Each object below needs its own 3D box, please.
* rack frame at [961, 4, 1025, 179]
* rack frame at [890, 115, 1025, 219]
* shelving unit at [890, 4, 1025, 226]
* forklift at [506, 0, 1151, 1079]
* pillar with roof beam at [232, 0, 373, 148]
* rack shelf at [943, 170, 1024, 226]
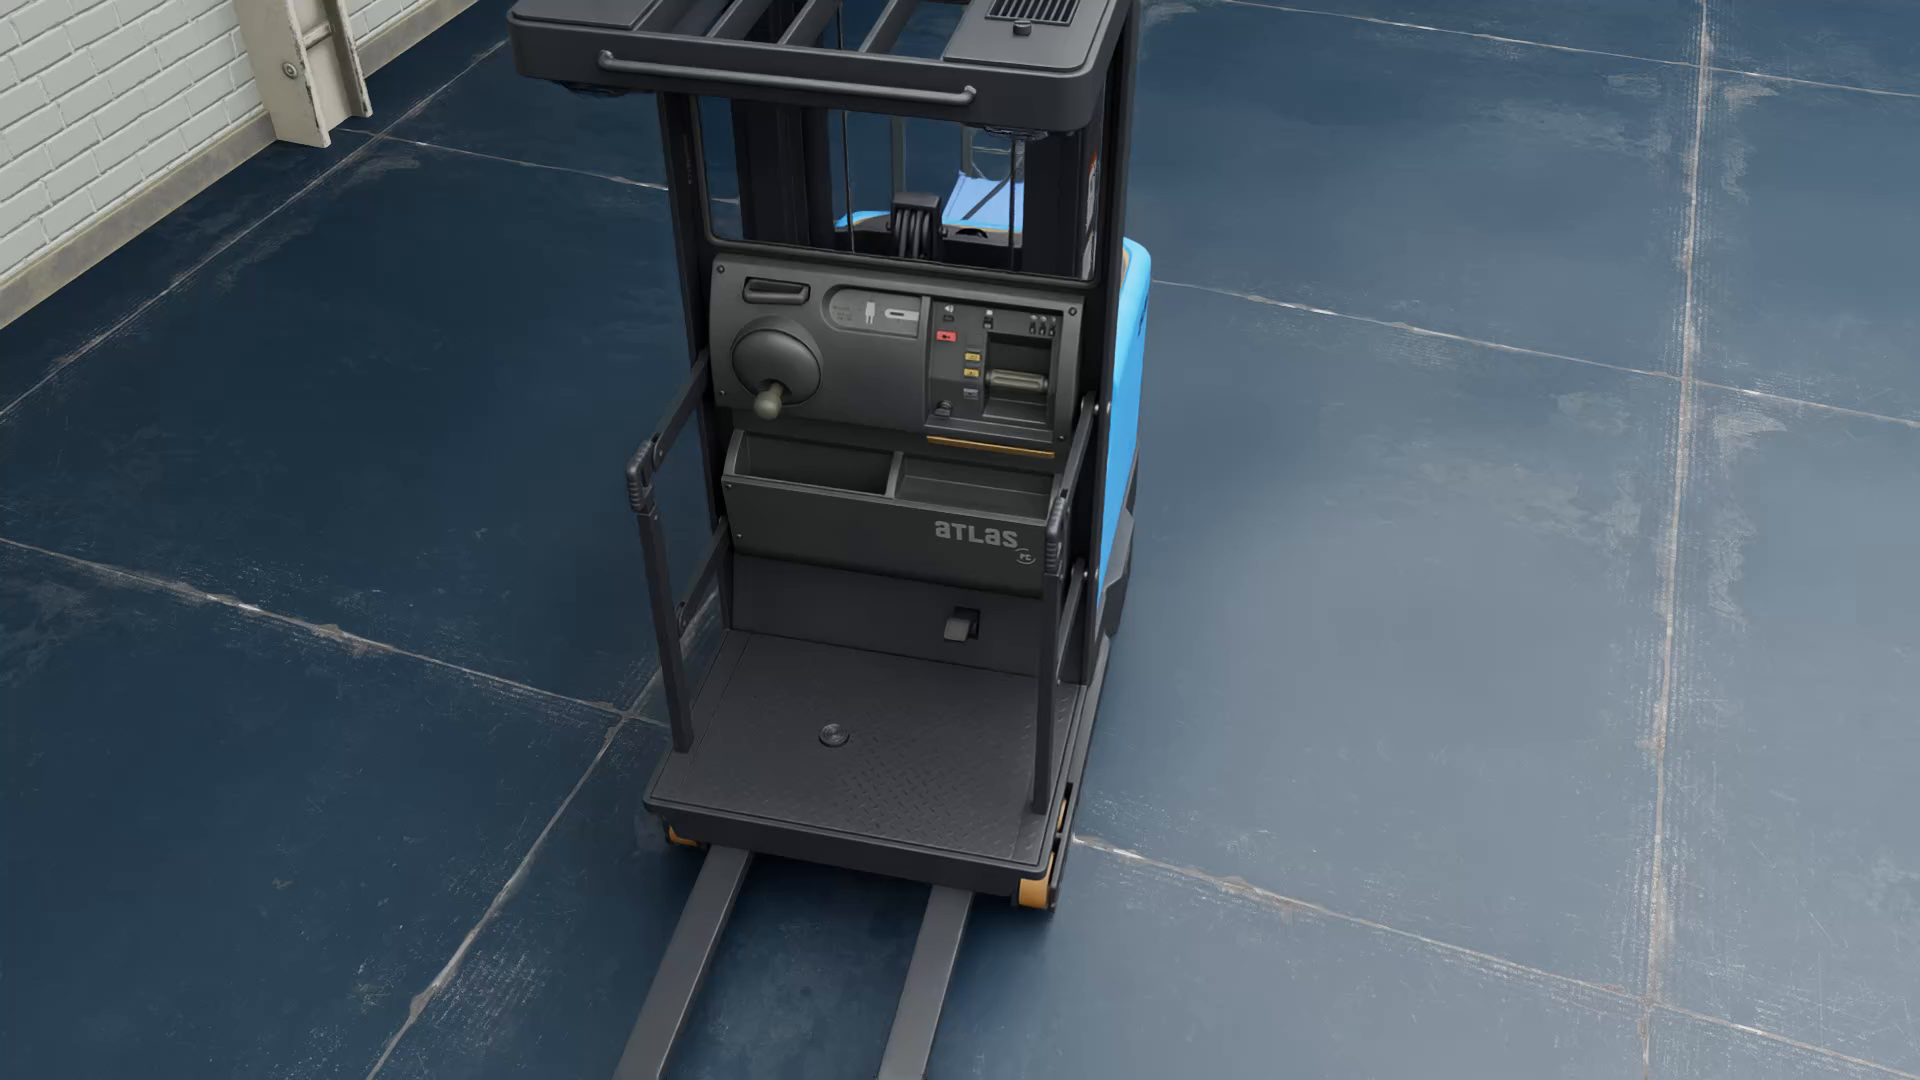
[{"bbox_3d":[0.252,-1.460,6.306,0.500,1.500,0.032,8,41,10],"label":"rack frame"},{"bbox_3d":[0.029,-0.817,5.552,0.500,1.500,0.032,8,41,10],"label":"rack frame"},{"bbox_3d":[0.141,-1.139,5.929,0.538,1.500,1.048,8,41,10],"label":"shelving unit"},{"bbox_3d":[-0.211,-0.377,3.934,1.130,2.935,3.031,8,41,10],"label":"forklift"},{"bbox_3d":[0.933,-4.495,4.086,9.100,9.000,0.400,13,42,15],"label":"pillar with roof beam"},{"bbox_3d":[0.141,-1.002,6.046,0.538,0.185,1.000,8,41,10],"label":"rack shelf"}]
